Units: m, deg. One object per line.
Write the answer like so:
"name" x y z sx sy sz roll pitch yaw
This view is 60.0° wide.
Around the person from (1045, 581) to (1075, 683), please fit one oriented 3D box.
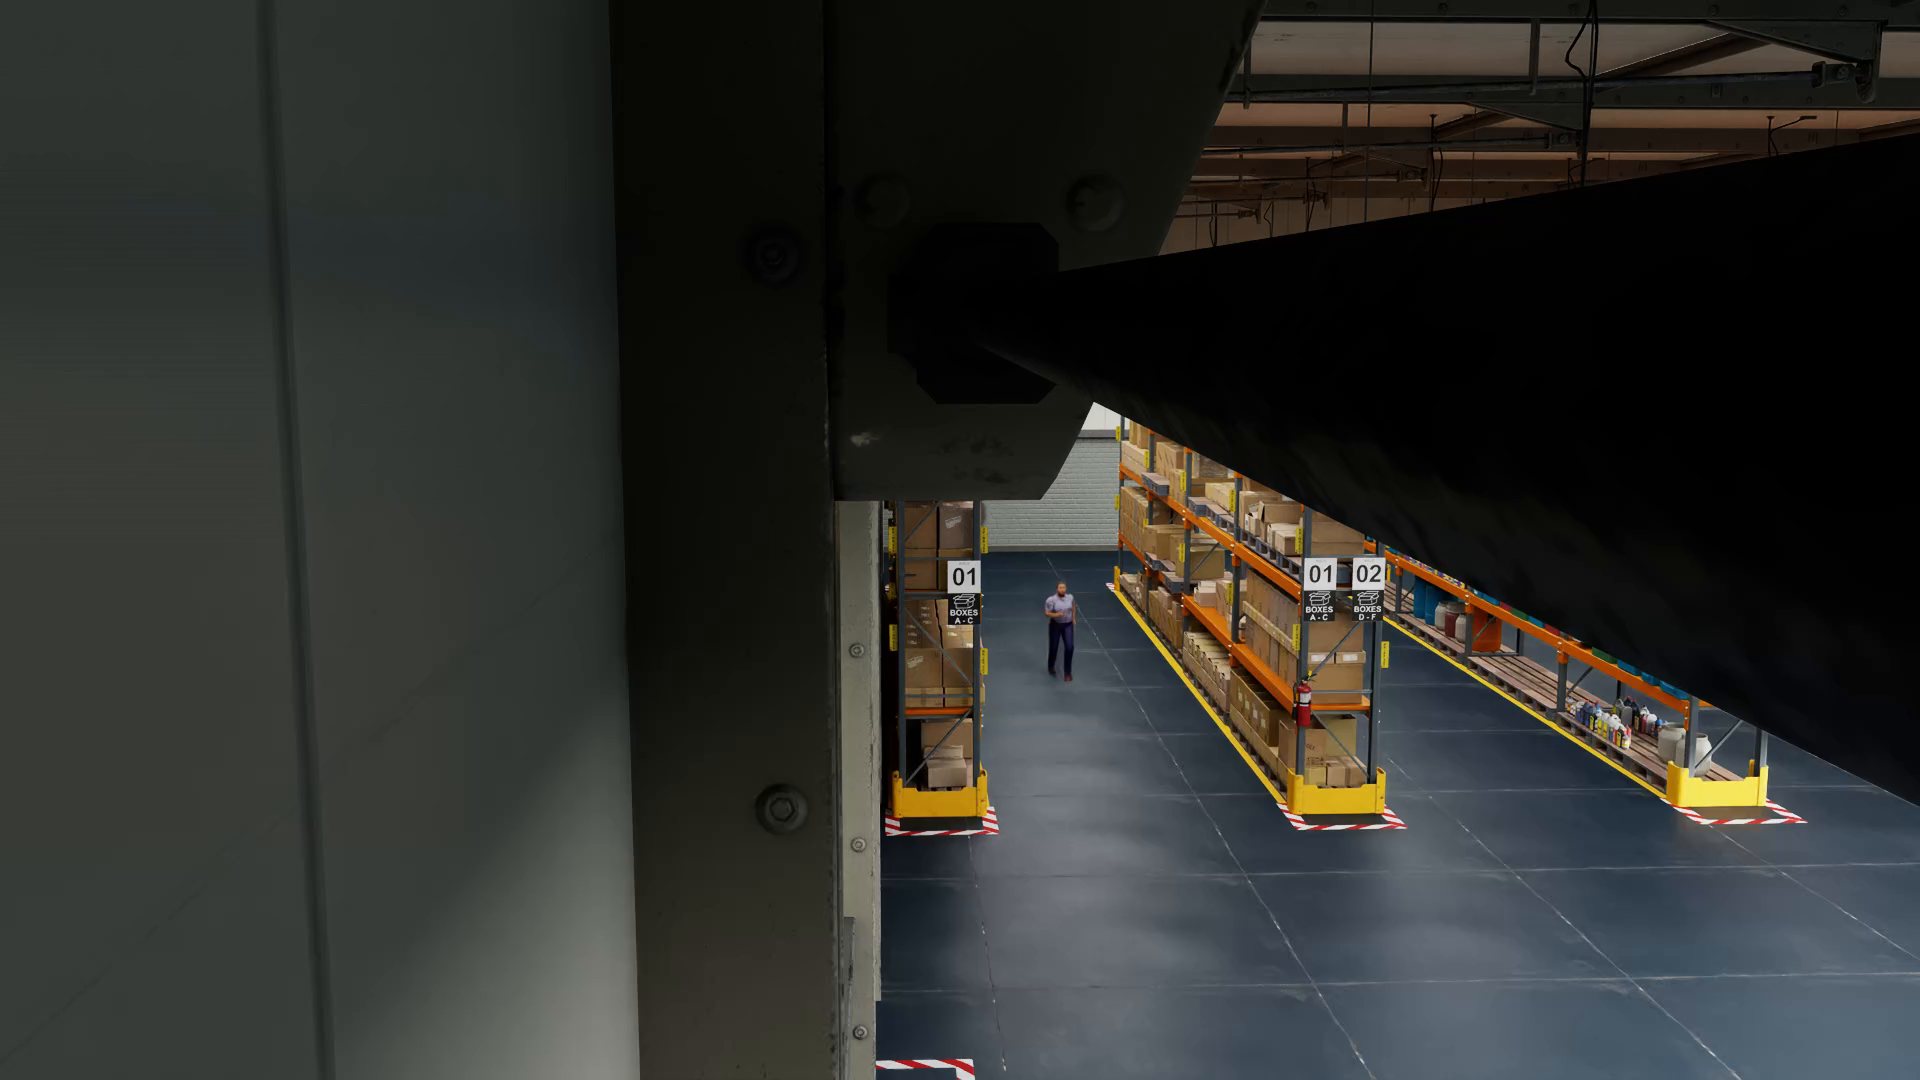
"person" 1.681 1.523 27.873 0.581 1.694 0.841 -1 8 -10
